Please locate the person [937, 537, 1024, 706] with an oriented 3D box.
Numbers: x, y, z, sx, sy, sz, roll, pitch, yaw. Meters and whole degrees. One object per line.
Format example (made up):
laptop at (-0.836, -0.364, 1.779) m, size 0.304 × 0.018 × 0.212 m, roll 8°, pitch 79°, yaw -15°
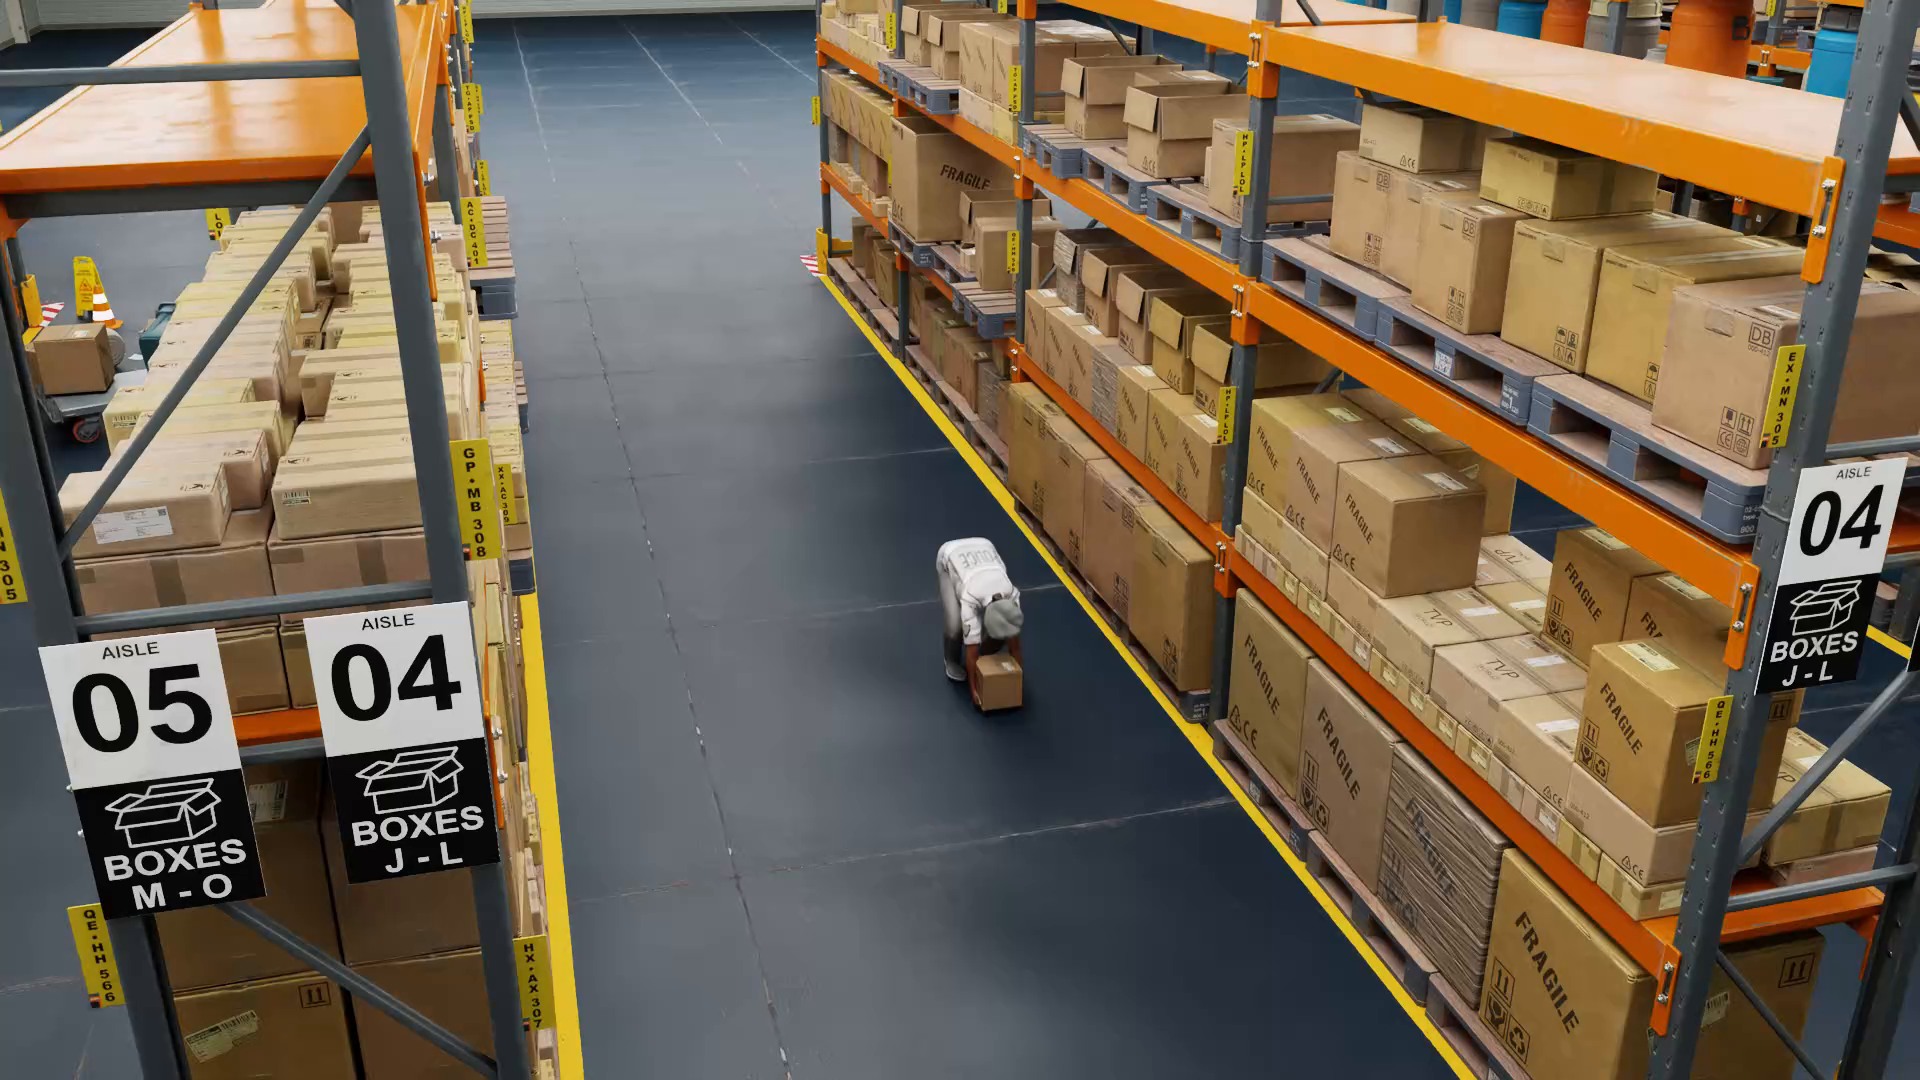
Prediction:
person at (0.141, 0.498, 10.455) m, size 0.466 × 0.894 × 0.903 m, roll -7°, pitch 24°, yaw -17°
